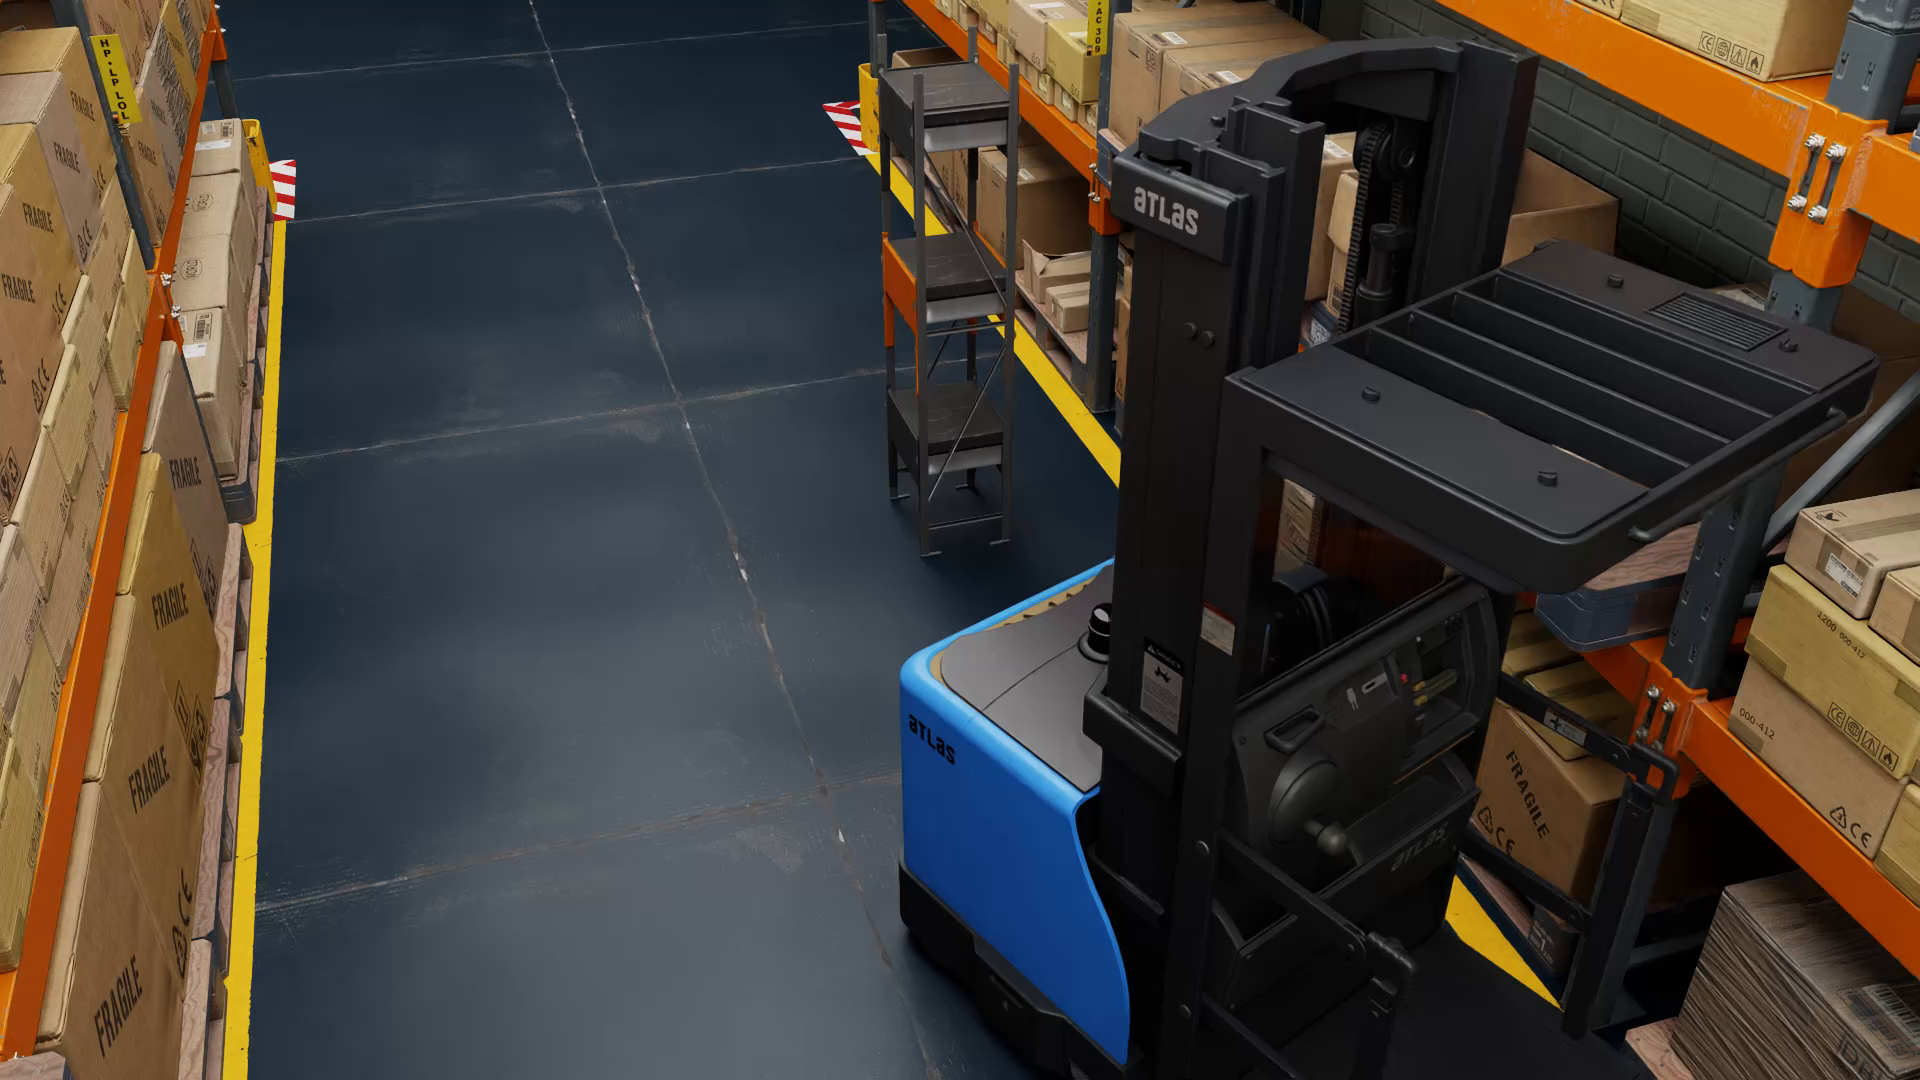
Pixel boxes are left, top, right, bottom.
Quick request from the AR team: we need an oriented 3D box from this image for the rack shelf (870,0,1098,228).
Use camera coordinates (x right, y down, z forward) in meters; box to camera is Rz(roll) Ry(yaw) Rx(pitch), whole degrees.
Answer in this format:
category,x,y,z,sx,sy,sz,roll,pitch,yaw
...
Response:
category,x,y,z,sx,sy,sz,roll,pitch,yaw
rack shelf,0.501,-2.730,9.313,1.077,0.370,4.000,-10,35,-15

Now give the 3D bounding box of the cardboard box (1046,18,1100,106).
category,x,y,z,sx,sy,sz,roll,pitch,yaw
cardboard box,0.723,-2.268,7.827,0.500,0.250,0.500,-9,35,-14

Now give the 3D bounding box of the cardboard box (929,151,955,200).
category,x,y,z,sx,sy,sz,roll,pitch,yaw
cardboard box,0.210,-2.420,10.078,0.700,0.500,0.500,-9,34,-13

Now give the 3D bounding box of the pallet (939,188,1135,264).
category,x,y,z,sx,sy,sz,roll,pitch,yaw
pallet,0.526,-1.819,9.811,1.003,0.211,1.213,-10,35,-15

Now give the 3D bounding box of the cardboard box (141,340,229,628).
category,x,y,z,sx,sy,sz,roll,pitch,yaw
cardboard box,-3.350,-0.120,6.257,0.875,0.875,0.875,-9,34,-13

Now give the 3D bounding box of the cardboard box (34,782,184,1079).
category,x,y,z,sx,sy,sz,roll,pitch,yaw
cardboard box,-2.527,1.291,4.121,0.875,0.875,0.875,-10,35,-15

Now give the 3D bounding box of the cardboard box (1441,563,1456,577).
category,x,y,z,sx,sy,sz,roll,pitch,yaw
cardboard box,1.751,0.070,5.721,0.380,0.149,0.250,-9,35,-13

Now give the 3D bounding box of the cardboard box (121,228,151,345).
category,x,y,z,sx,sy,sz,roll,pitch,yaw
cardboard box,-3.238,-0.888,6.008,0.500,0.250,0.500,-11,35,-16

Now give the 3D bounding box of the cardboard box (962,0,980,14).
category,x,y,z,sx,sy,sz,roll,pitch,yaw
cardboard box,0.260,-3.063,9.031,0.500,0.250,0.500,-11,35,-16

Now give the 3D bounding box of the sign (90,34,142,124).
category,x,y,z,sx,sy,sz,roll,pitch,yaw
sign,-3.102,-1.690,6.108,0.100,0.325,0.005,-10,35,-15

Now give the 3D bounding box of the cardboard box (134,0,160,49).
category,x,y,z,sx,sy,sz,roll,pitch,yaw
cardboard box,-3.824,-2.430,7.209,0.500,0.500,0.500,-9,35,-14

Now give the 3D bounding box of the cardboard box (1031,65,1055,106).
category,x,y,z,sx,sy,sz,roll,pitch,yaw
cardboard box,0.570,-2.266,8.186,0.380,0.149,0.250,-9,35,-13

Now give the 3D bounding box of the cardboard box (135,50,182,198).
category,x,y,z,sx,sy,sz,roll,pitch,yaw
cardboard box,-3.659,-1.740,7.072,0.500,0.500,0.500,-10,35,-14

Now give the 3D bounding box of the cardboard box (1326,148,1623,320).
category,x,y,z,sx,sy,sz,roll,pitch,yaw
cardboard box,1.657,-0.924,5.453,0.797,0.503,0.637,-11,35,-16

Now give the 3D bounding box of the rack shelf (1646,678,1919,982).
category,x,y,z,sx,sy,sz,roll,pitch,yaw
rack shelf,2.941,1.470,2.957,1.077,0.370,4.000,-10,35,-15

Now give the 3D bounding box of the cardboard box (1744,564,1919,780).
category,x,y,z,sx,sy,sz,roll,pitch,yaw
cardboard box,2.210,0.252,3.830,0.500,0.250,0.500,-10,35,-15

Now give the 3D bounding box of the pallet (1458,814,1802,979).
category,x,y,z,sx,sy,sz,roll,pitch,yaw
pallet,2.139,0.885,5.719,1.003,0.211,1.213,-10,35,-15

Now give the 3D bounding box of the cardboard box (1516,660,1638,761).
category,x,y,z,sx,sy,sz,roll,pitch,yaw
cardboard box,1.939,0.500,5.070,0.380,0.149,0.250,-12,35,-17

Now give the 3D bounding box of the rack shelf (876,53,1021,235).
category,x,y,z,sx,sy,sz,roll,pitch,yaw
rack shelf,-0.050,-1.536,6.424,0.431,0.518,0.480,-10,35,-15

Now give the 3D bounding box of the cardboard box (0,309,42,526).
category,x,y,z,sx,sy,sz,roll,pitch,yaw
cardboard box,-2.616,-0.335,4.039,0.500,0.500,0.500,-9,35,-13

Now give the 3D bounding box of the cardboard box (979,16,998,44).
category,x,y,z,sx,sy,sz,roll,pitch,yaw
cardboard box,0.319,-2.813,9.014,0.380,0.149,0.250,-10,35,-15

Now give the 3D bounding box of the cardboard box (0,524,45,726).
category,x,y,z,sx,sy,sz,roll,pitch,yaw
cardboard box,-2.471,0.232,3.861,0.500,0.250,0.500,-9,35,-14

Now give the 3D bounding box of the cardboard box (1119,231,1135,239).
category,x,y,z,sx,sy,sz,roll,pitch,yaw
cardboard box,1.002,-1.580,9.125,0.380,0.149,0.250,-10,35,-15

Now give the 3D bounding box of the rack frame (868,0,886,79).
category,x,y,z,sx,sy,sz,roll,pitch,yaw
rack frame,-0.110,-4.080,10.704,1.000,3.000,0.127,-10,35,-15

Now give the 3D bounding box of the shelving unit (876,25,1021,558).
category,x,y,z,sx,sy,sz,roll,pitch,yaw
shelving unit,-0.050,-0.963,6.803,0.431,2.100,0.503,-10,35,-15

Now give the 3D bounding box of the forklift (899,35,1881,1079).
category,x,y,z,sx,sy,sz,roll,pitch,yaw
forklift,1.124,0.485,3.858,1.130,2.935,3.031,-24,40,-32

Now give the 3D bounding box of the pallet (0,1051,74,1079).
category,x,y,z,sx,sy,sz,roll,pitch,yaw
pallet,-2.076,1.393,2.595,1.213,0.211,1.003,-10,35,-15

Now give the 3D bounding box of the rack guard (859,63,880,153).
category,x,y,z,sx,sy,sz,roll,pitch,yaw
rack guard,-0.086,-2.997,11.332,1.175,0.500,0.348,-10,35,-15

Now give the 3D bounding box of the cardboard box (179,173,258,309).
category,x,y,z,sx,sy,sz,roll,pitch,yaw
cardboard box,-4.252,-1.541,8.804,0.875,0.438,0.875,-9,35,-13

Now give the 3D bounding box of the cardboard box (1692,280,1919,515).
category,x,y,z,sx,sy,sz,roll,pitch,yaw
cardboard box,2.323,-0.393,4.653,0.500,0.500,0.500,-8,34,-12

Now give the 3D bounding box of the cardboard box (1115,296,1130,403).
category,x,y,z,sx,sy,sz,roll,pitch,yaw
cardboard box,1.044,-0.820,7.657,0.500,0.500,0.500,-9,34,-13

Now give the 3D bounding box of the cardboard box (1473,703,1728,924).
category,x,y,z,sx,sy,sz,roll,pitch,yaw
cardboard box,1.997,0.802,5.202,0.500,0.500,0.500,-9,35,-13

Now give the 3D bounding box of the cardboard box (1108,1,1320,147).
category,x,y,z,sx,sy,sz,roll,pitch,yaw
cardboard box,1.045,-1.905,6.941,0.700,0.500,0.500,-9,35,-14

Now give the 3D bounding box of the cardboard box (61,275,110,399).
category,x,y,z,sx,sy,sz,roll,pitch,yaw
cardboard box,-2.926,-0.567,5.069,0.500,0.250,0.500,-9,35,-14

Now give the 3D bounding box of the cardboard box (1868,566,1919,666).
category,x,y,z,sx,sy,sz,roll,pitch,yaw
cardboard box,2.230,0.165,3.601,0.380,0.149,0.250,-9,35,-14

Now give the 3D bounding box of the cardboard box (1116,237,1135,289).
category,x,y,z,sx,sy,sz,roll,pitch,yaw
cardboard box,1.134,-1.420,8.736,0.500,0.311,0.500,-9,34,-13

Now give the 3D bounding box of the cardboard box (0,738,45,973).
category,x,y,z,sx,sy,sz,roll,pitch,yaw
cardboard box,-2.305,0.720,3.575,0.500,0.250,0.500,-11,35,-16

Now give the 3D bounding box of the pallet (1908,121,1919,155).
category,x,y,z,sx,sy,sz,roll,pitch,yaw
pallet,2.623,-0.711,3.056,1.213,0.211,1.003,-8,34,-13

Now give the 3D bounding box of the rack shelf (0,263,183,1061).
category,x,y,z,sx,sy,sz,roll,pitch,yaw
rack shelf,-3.005,0.207,4.869,1.077,0.370,4.000,-10,35,-15

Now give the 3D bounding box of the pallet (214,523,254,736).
category,x,y,z,sx,sy,sz,roll,pitch,yaw
pallet,-3.308,0.413,6.434,1.003,0.211,1.213,-10,35,-15

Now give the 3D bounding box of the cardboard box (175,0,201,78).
category,x,y,z,sx,sy,sz,roll,pitch,yaw
cardboard box,-4.131,-2.542,8.285,0.500,0.500,0.500,-9,35,-13

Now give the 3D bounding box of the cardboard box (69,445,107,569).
category,x,y,z,sx,sy,sz,roll,pitch,yaw
cardboard box,-2.787,-0.081,4.788,0.500,0.250,0.500,-10,35,-15

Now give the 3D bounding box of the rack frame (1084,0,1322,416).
category,x,y,z,sx,sy,sz,roll,pitch,yaw
rack frame,1.111,-1.980,7.526,1.000,3.000,0.127,-10,35,-15

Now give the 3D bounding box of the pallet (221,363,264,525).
category,x,y,z,sx,sy,sz,roll,pitch,yaw
pallet,-3.773,-0.392,7.652,1.003,0.211,1.213,-10,35,-15

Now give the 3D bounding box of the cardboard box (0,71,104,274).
category,x,y,z,sx,sy,sz,roll,pitch,yaw
cardboard box,-3.075,-1.139,5.256,0.500,0.500,0.500,-9,35,-14
